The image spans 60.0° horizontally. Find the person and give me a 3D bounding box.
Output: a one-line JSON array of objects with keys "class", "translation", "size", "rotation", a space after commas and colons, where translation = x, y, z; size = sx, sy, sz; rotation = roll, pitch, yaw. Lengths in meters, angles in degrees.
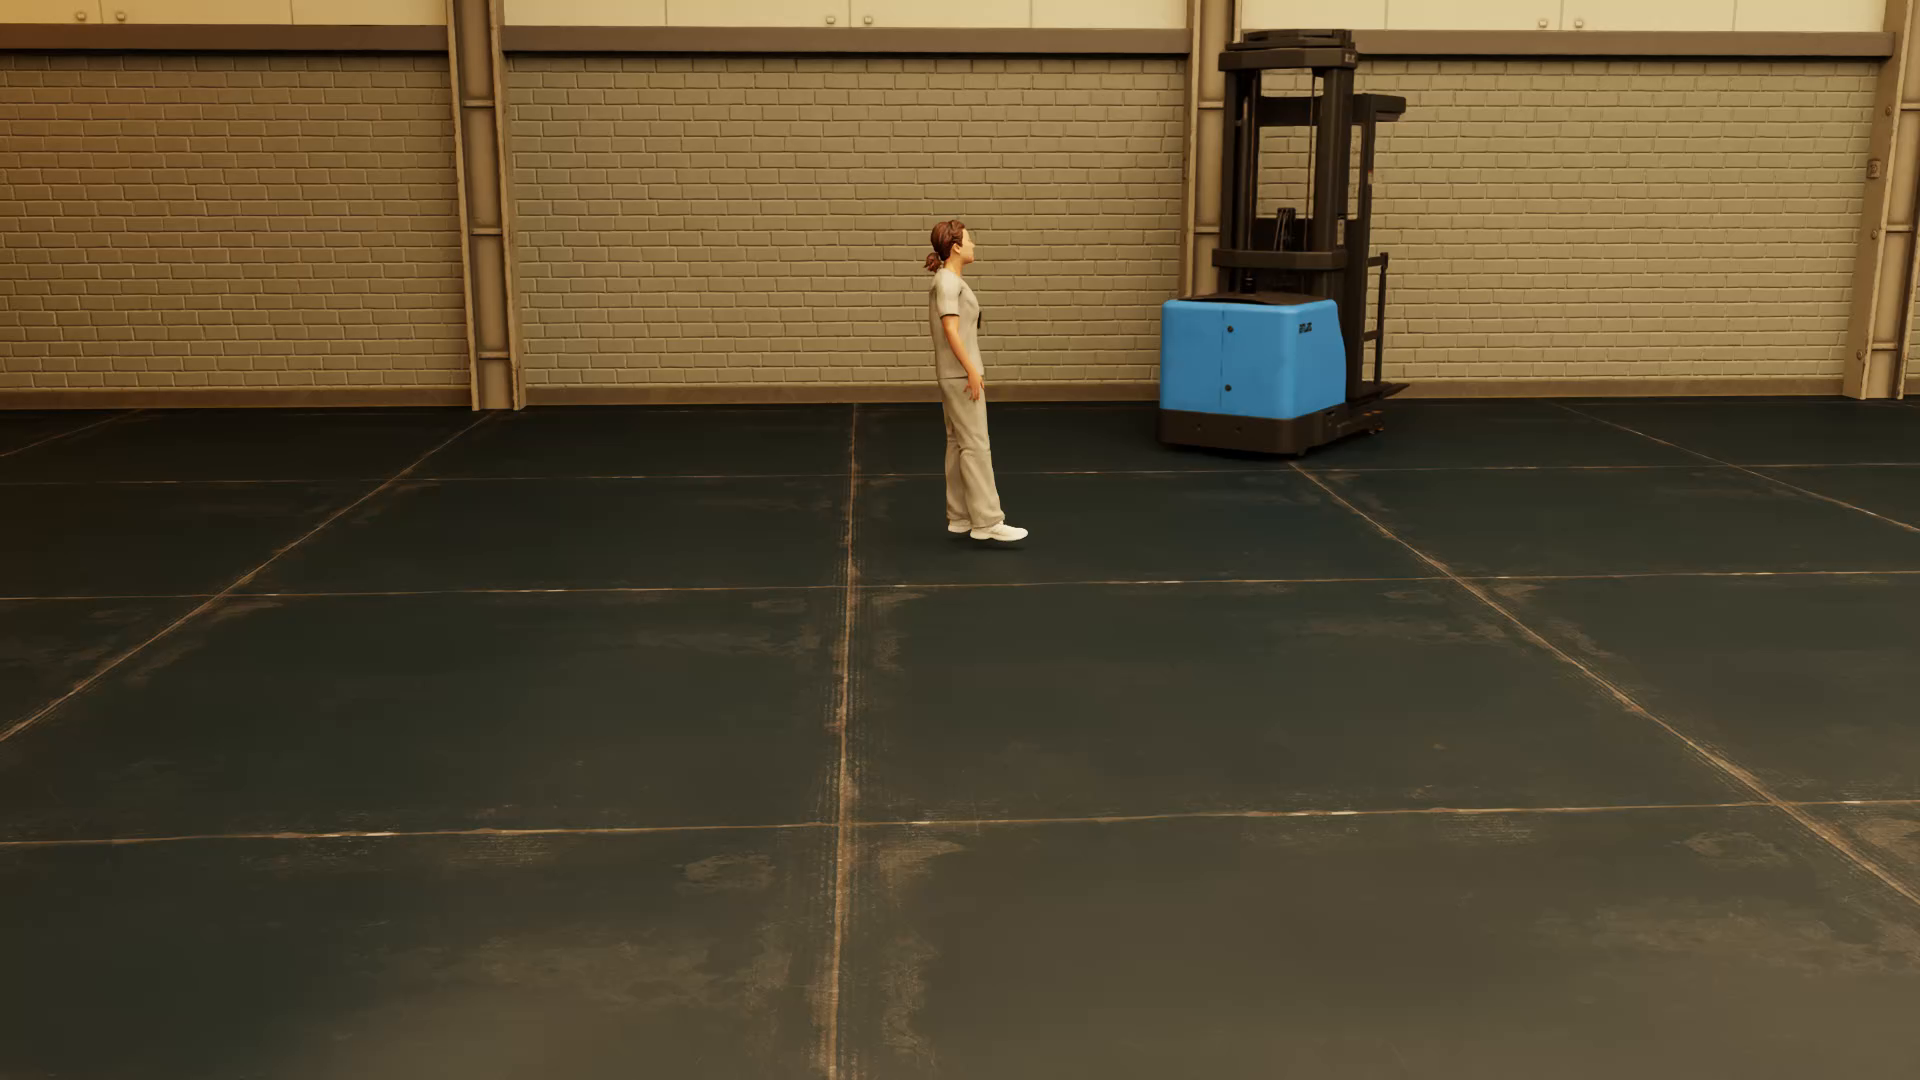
[{"class": "person", "translation": [0.074, -0.862, 8.899], "size": [0.549, 1.675, 0.549], "rotation": [-1, 13, -3]}]

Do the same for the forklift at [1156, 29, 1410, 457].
[{"class": "forklift", "translation": [2.639, -2.279, 12.551], "size": [1.130, 2.935, 3.031], "rotation": [8, 15, 33]}]
